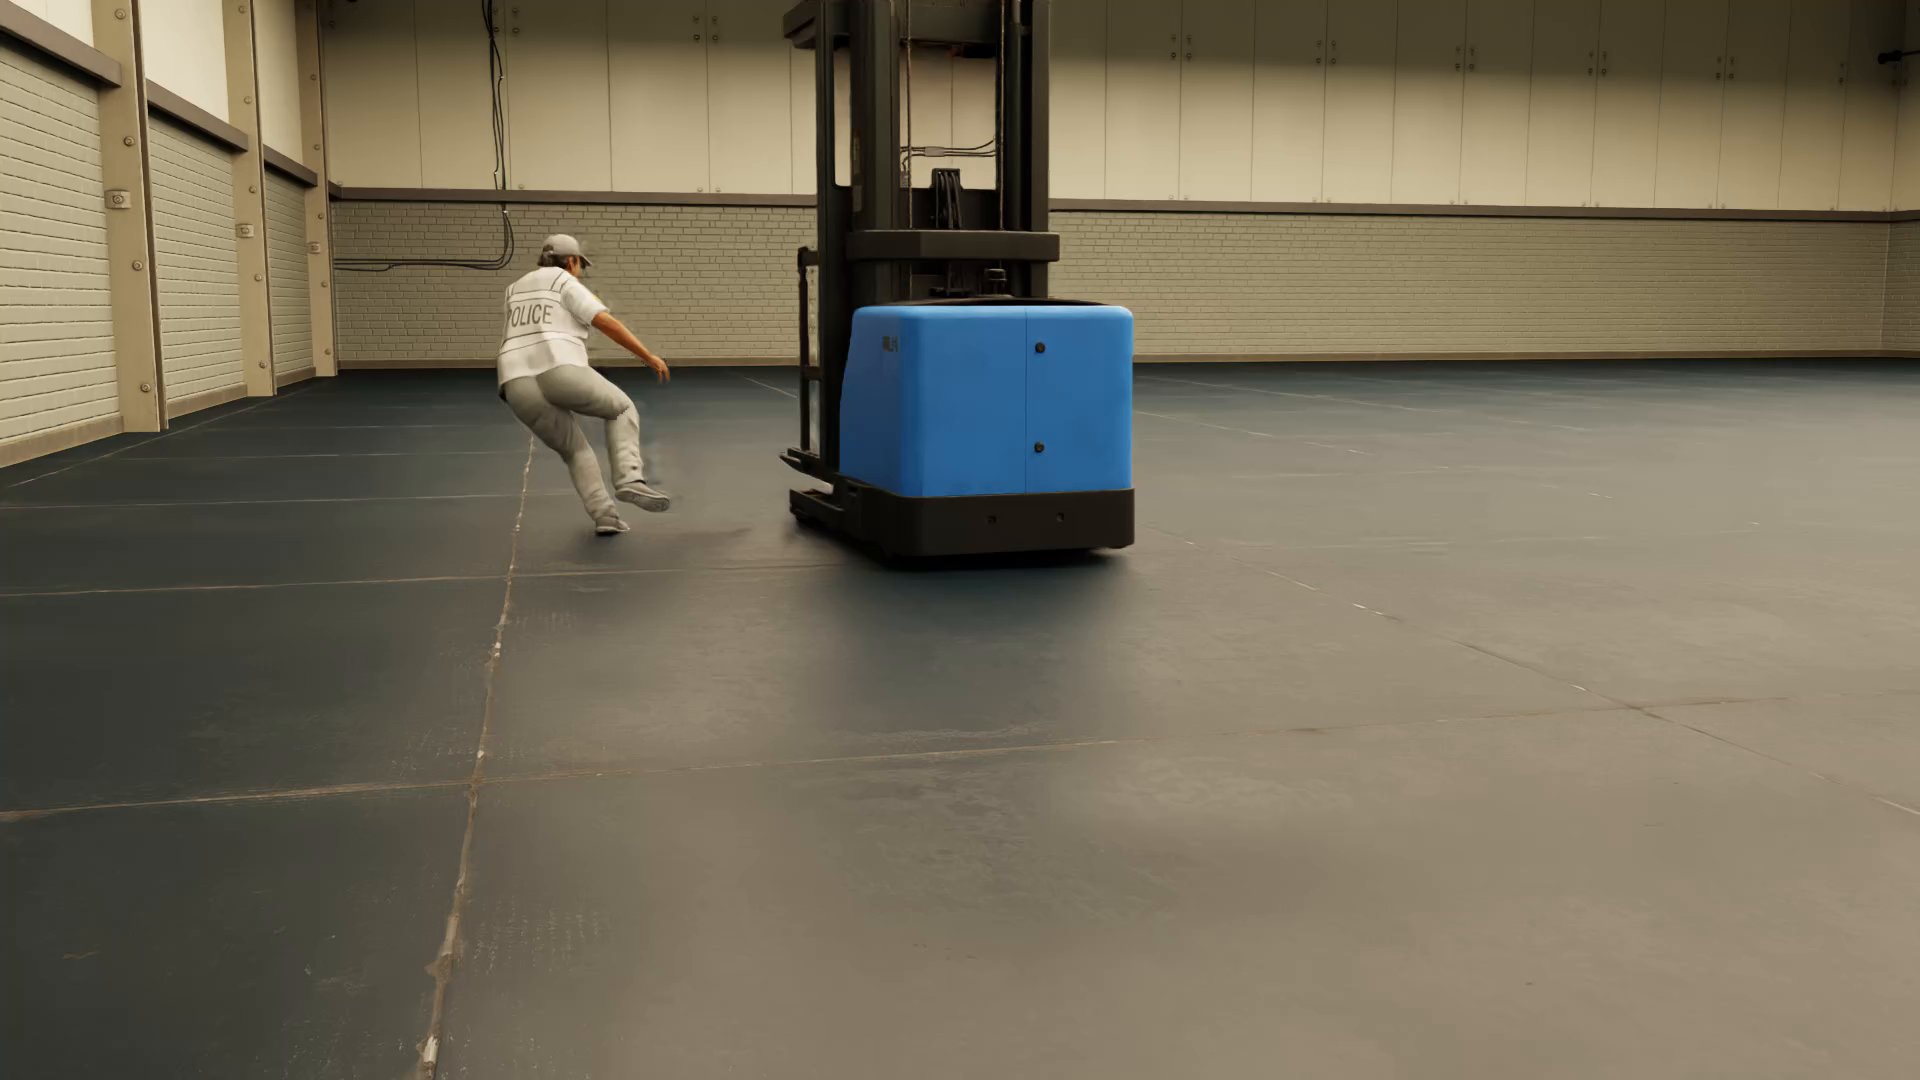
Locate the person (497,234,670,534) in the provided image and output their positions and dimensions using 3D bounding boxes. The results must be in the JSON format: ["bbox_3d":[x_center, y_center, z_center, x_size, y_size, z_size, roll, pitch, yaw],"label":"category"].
[{"bbox_3d":[-1.844,-0.762,8.099,0.900,1.441,0.875,2,8,11],"label":"person"}]

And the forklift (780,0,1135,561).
[{"bbox_3d":[-0.220,-1.532,8.081,1.130,2.935,3.031,-3,8,-19],"label":"forklift"}]
